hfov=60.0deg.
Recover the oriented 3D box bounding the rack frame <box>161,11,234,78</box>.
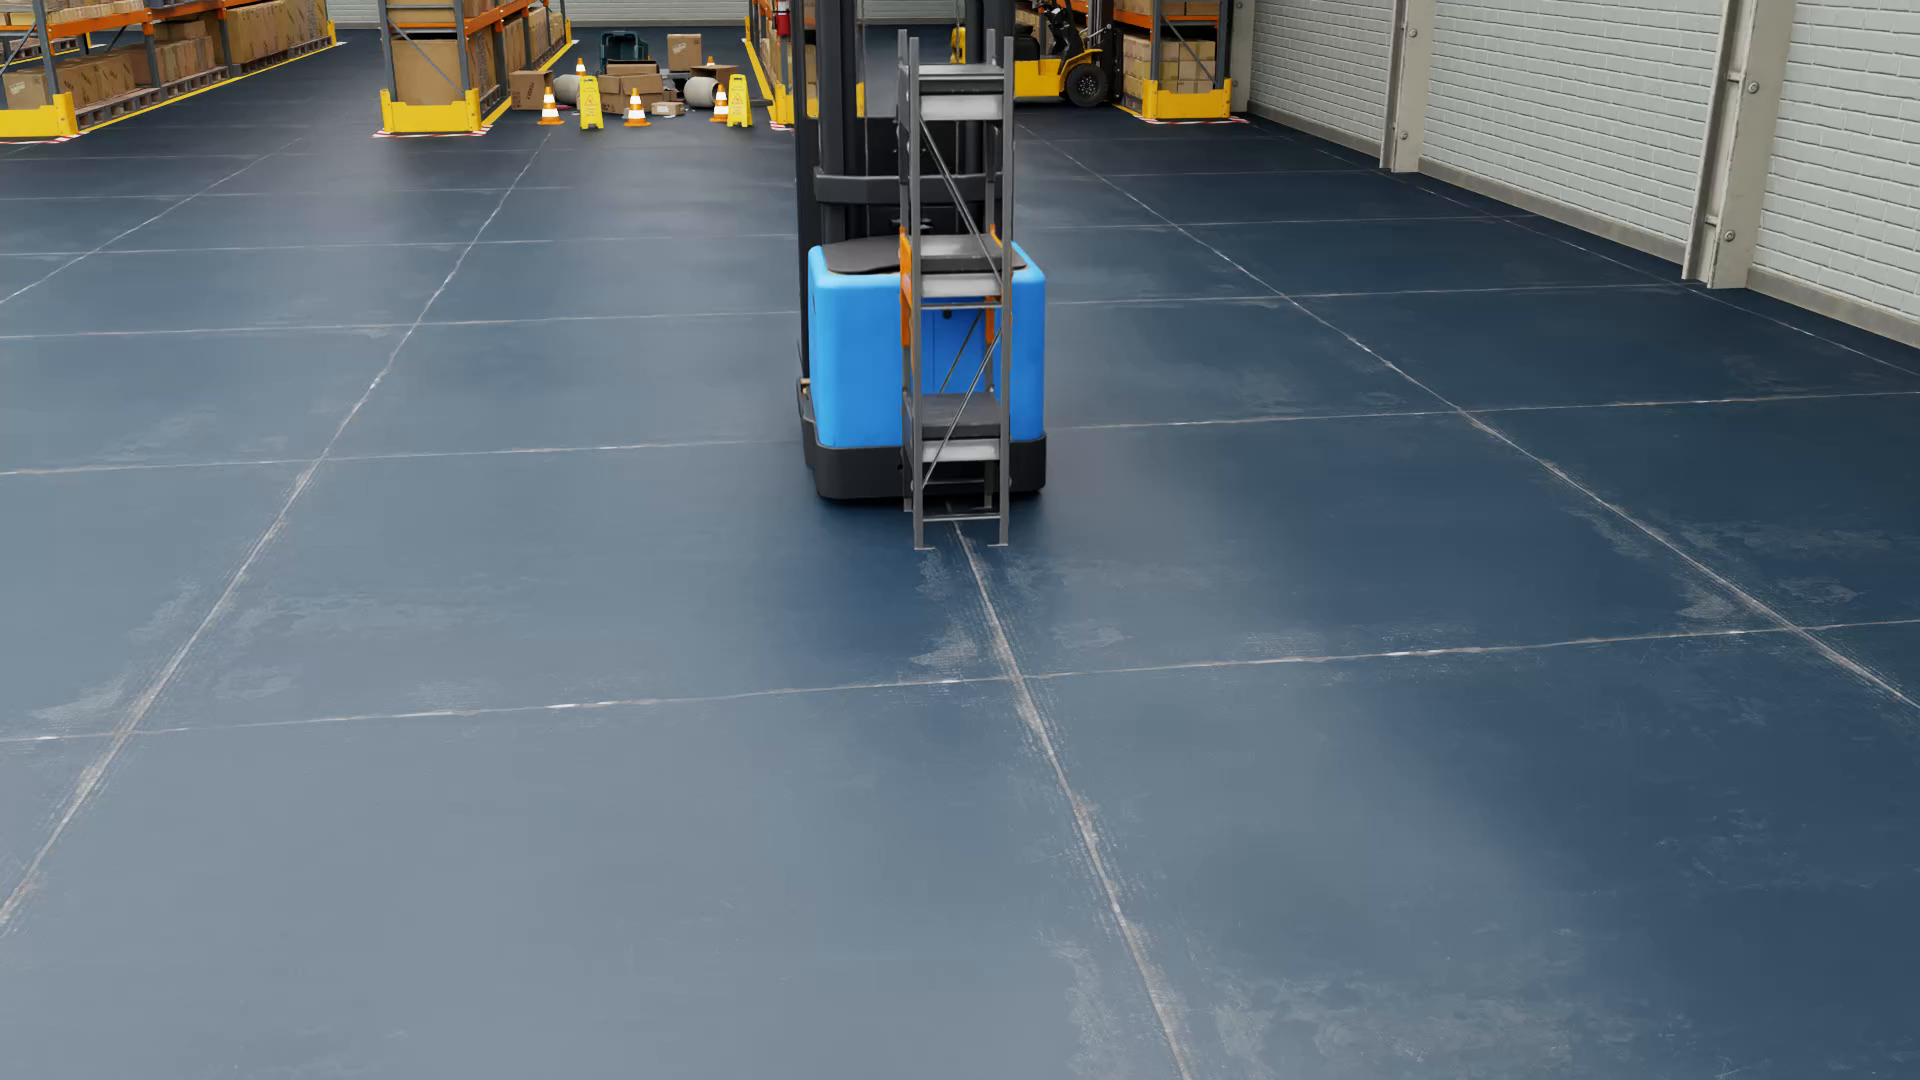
[{"bbox_3d":[-12.796,-9.200,27.562,1.000,3.000,0.127,-3,21,-8],"label":"rack frame"}]

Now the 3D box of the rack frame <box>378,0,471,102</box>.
[{"bbox_3d":[-6.720,-6.646,20.722,1.000,3.000,0.127,-3,21,-8],"label":"rack frame"}]

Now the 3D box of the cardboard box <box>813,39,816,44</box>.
[{"bbox_3d":[-1.763,-6.673,23.052,0.500,0.500,0.500,-4,21,-10],"label":"cardboard box"}]

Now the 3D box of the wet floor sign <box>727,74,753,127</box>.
[{"bbox_3d":[-2.868,-5.708,21.576,0.267,0.644,0.232,4,21,11],"label":"wet floor sign"}]

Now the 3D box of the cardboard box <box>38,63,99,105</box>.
[{"bbox_3d":[-11.908,-6.096,22.224,0.500,0.500,0.500,-1,21,-3],"label":"cardboard box"}]

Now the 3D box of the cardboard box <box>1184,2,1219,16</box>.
[{"bbox_3d":[3.278,-7.414,22.638,0.500,0.500,0.500,-2,21,-6],"label":"cardboard box"}]

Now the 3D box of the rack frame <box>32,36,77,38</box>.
[{"bbox_3d":[-18.851,-11.720,34.310,1.000,3.000,0.127,-3,21,-8],"label":"rack frame"}]

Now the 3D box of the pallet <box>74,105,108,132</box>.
[{"bbox_3d":[-11.736,-5.434,21.463,1.003,0.211,1.213,-3,21,-8],"label":"pallet"}]

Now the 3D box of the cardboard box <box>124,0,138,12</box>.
[{"bbox_3d":[-11.871,-7.551,23.506,0.380,0.149,0.250,-3,21,-8],"label":"cardboard box"}]

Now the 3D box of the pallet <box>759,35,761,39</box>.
[{"bbox_3d":[-3.778,-10.469,34.945,1.003,0.211,1.213,-3,21,-8],"label":"pallet"}]

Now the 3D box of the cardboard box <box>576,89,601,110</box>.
[{"bbox_3d":[-5.227,-6.248,23.564,0.396,0.266,0.258,1,20,2],"label":"cardboard box"}]

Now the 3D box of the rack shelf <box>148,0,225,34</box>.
[{"bbox_3d":[-12.508,-8.171,25.834,1.077,0.370,4.000,-3,21,-8],"label":"rack shelf"}]

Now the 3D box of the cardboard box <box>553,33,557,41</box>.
[{"bbox_3d":[-8.412,-10.251,33.850,0.380,0.149,0.250,-3,21,-9],"label":"cardboard box"}]

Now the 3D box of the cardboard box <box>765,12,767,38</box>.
[{"bbox_3d":[-3.132,-9.454,30.678,0.875,0.875,0.875,-3,21,-7],"label":"cardboard box"}]

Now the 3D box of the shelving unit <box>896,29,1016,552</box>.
[{"bbox_3d":[-0.024,-1.029,6.971,0.431,2.100,0.503,-2,21,-7],"label":"shelving unit"}]

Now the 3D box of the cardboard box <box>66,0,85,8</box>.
[{"bbox_3d":[-11.915,-7.151,21.507,0.875,0.500,0.500,-3,21,-8],"label":"cardboard box"}]

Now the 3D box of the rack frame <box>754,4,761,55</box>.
[{"bbox_3d":[-3.566,-11.085,32.609,1.000,3.000,0.127,-3,21,-8],"label":"rack frame"}]

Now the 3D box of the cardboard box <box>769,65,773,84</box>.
[{"bbox_3d":[-2.595,-7.006,25.017,0.500,0.250,0.500,-4,21,-10],"label":"cardboard box"}]

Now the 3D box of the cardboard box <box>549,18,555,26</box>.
[{"bbox_3d":[-8.377,-10.435,33.492,0.380,0.149,0.250,-2,21,-7],"label":"cardboard box"}]

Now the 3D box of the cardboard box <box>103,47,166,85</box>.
[{"bbox_3d":[-12.287,-7.064,24.787,0.700,0.500,0.500,-5,21,-12],"label":"cardboard box"}]

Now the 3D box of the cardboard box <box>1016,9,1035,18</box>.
[{"bbox_3d":[1.298,-10.348,32.682,0.380,0.149,0.250,-4,21,-11],"label":"cardboard box"}]

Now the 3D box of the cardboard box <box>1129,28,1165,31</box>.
[{"bbox_3d":[2.848,-7.609,25.201,0.500,0.250,0.500,-3,21,-9],"label":"cardboard box"}]

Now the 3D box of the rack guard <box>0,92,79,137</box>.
[{"bbox_3d":[-11.654,-5.286,20.654,1.175,0.500,0.348,-3,21,-8],"label":"rack guard"}]

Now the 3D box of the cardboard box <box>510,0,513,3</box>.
[{"bbox_3d":[-7.250,-8.621,25.869,0.500,0.500,0.500,-3,21,-8],"label":"cardboard box"}]

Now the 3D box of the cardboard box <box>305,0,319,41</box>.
[{"bbox_3d":[-13.647,-10.639,33.851,0.875,0.875,0.875,-3,21,-8],"label":"cardboard box"}]

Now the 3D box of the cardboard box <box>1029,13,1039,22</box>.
[{"bbox_3d":[1.506,-9.806,31.229,0.380,0.149,0.250,-3,21,-9],"label":"cardboard box"}]

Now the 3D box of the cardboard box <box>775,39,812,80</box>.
[{"bbox_3d":[-2.289,-6.635,22.952,0.500,0.500,0.500,-2,21,-6],"label":"cardboard box"}]

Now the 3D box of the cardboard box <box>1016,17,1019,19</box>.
[{"bbox_3d":[1.278,-10.000,32.675,0.500,0.500,0.500,-3,21,-8],"label":"cardboard box"}]

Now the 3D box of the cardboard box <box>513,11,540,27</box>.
[{"bbox_3d":[-7.865,-9.391,29.974,0.500,0.250,0.500,-3,21,-7],"label":"cardboard box"}]

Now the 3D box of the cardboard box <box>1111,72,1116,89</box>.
[{"bbox_3d":[2.472,-6.762,24.365,0.500,0.250,0.500,-2,21,-6],"label":"cardboard box"}]

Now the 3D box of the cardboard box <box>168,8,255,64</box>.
[{"bbox_3d":[-12.875,-8.642,28.503,1.225,0.875,0.875,-4,21,-10],"label":"cardboard box"}]

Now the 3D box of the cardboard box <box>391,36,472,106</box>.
[{"bbox_3d":[-6.884,-6.079,21.640,0.875,0.875,0.875,-3,21,-7],"label":"cardboard box"}]

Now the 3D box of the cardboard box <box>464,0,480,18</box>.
[{"bbox_3d":[-6.876,-7.232,22.077,0.875,0.550,0.550,-3,21,-8],"label":"cardboard box"}]

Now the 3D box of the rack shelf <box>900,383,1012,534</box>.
[{"bbox_3d":[-0.024,-0.361,7.220,0.431,0.518,0.480,-2,21,-7],"label":"rack shelf"}]

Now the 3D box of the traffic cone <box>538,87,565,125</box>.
[{"bbox_3d":[-5.392,-5.713,21.850,0.336,0.463,0.334,-3,21,-8],"label":"traffic cone"}]

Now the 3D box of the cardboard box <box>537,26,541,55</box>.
[{"bbox_3d":[-7.878,-9.050,30.133,0.500,0.500,0.500,-3,21,-9],"label":"cardboard box"}]

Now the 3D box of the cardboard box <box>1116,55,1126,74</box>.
[{"bbox_3d":[2.538,-6.829,23.830,0.500,0.250,0.500,-3,21,-9],"label":"cardboard box"}]

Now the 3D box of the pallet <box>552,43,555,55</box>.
[{"bbox_3d":[-8.582,-9.725,32.952,1.003,0.211,1.213,-3,21,-8],"label":"pallet"}]

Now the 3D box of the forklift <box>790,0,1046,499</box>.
[{"bbox_3d":[-0.307,-2.034,8.473,1.130,2.935,3.031,-3,21,-7],"label":"forklift"}]

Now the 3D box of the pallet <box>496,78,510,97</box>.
[{"bbox_3d":[-7.483,-6.988,25.623,1.003,0.211,1.213,-3,21,-8],"label":"pallet"}]

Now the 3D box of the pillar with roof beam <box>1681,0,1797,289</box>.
[{"bbox_3d":[1.336,-5.907,10.170,9.100,9.000,0.400,-3,21,-8],"label":"pillar with roof beam"}]

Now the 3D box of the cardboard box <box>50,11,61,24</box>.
[{"bbox_3d":[-11.465,-6.511,20.721,0.380,0.149,0.250,-3,21,-8],"label":"cardboard box"}]

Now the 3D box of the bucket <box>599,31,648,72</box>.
[{"bbox_3d":[-4.996,-7.278,24.922,0.726,0.611,0.620,4,11,11],"label":"bucket"}]

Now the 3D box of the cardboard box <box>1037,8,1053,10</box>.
[{"bbox_3d":[1.726,-10.463,32.987,0.380,0.149,0.250,-3,21,-8],"label":"cardboard box"}]

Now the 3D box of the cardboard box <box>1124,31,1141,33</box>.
[{"bbox_3d":[2.404,-7.411,24.673,0.500,0.250,0.500,-2,21,-6],"label":"cardboard box"}]

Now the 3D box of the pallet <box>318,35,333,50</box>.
[{"bbox_3d":[-13.757,-10.391,34.736,1.003,0.211,1.213,-3,21,-8],"label":"pallet"}]

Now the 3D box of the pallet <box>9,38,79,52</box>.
[{"bbox_3d":[-18.770,-10.127,34.028,1.003,0.211,1.213,-3,21,-8],"label":"pallet"}]

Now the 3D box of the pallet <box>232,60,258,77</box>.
[{"bbox_3d":[-12.835,-8.171,28.791,1.003,0.211,1.213,-3,21,-8],"label":"pallet"}]
